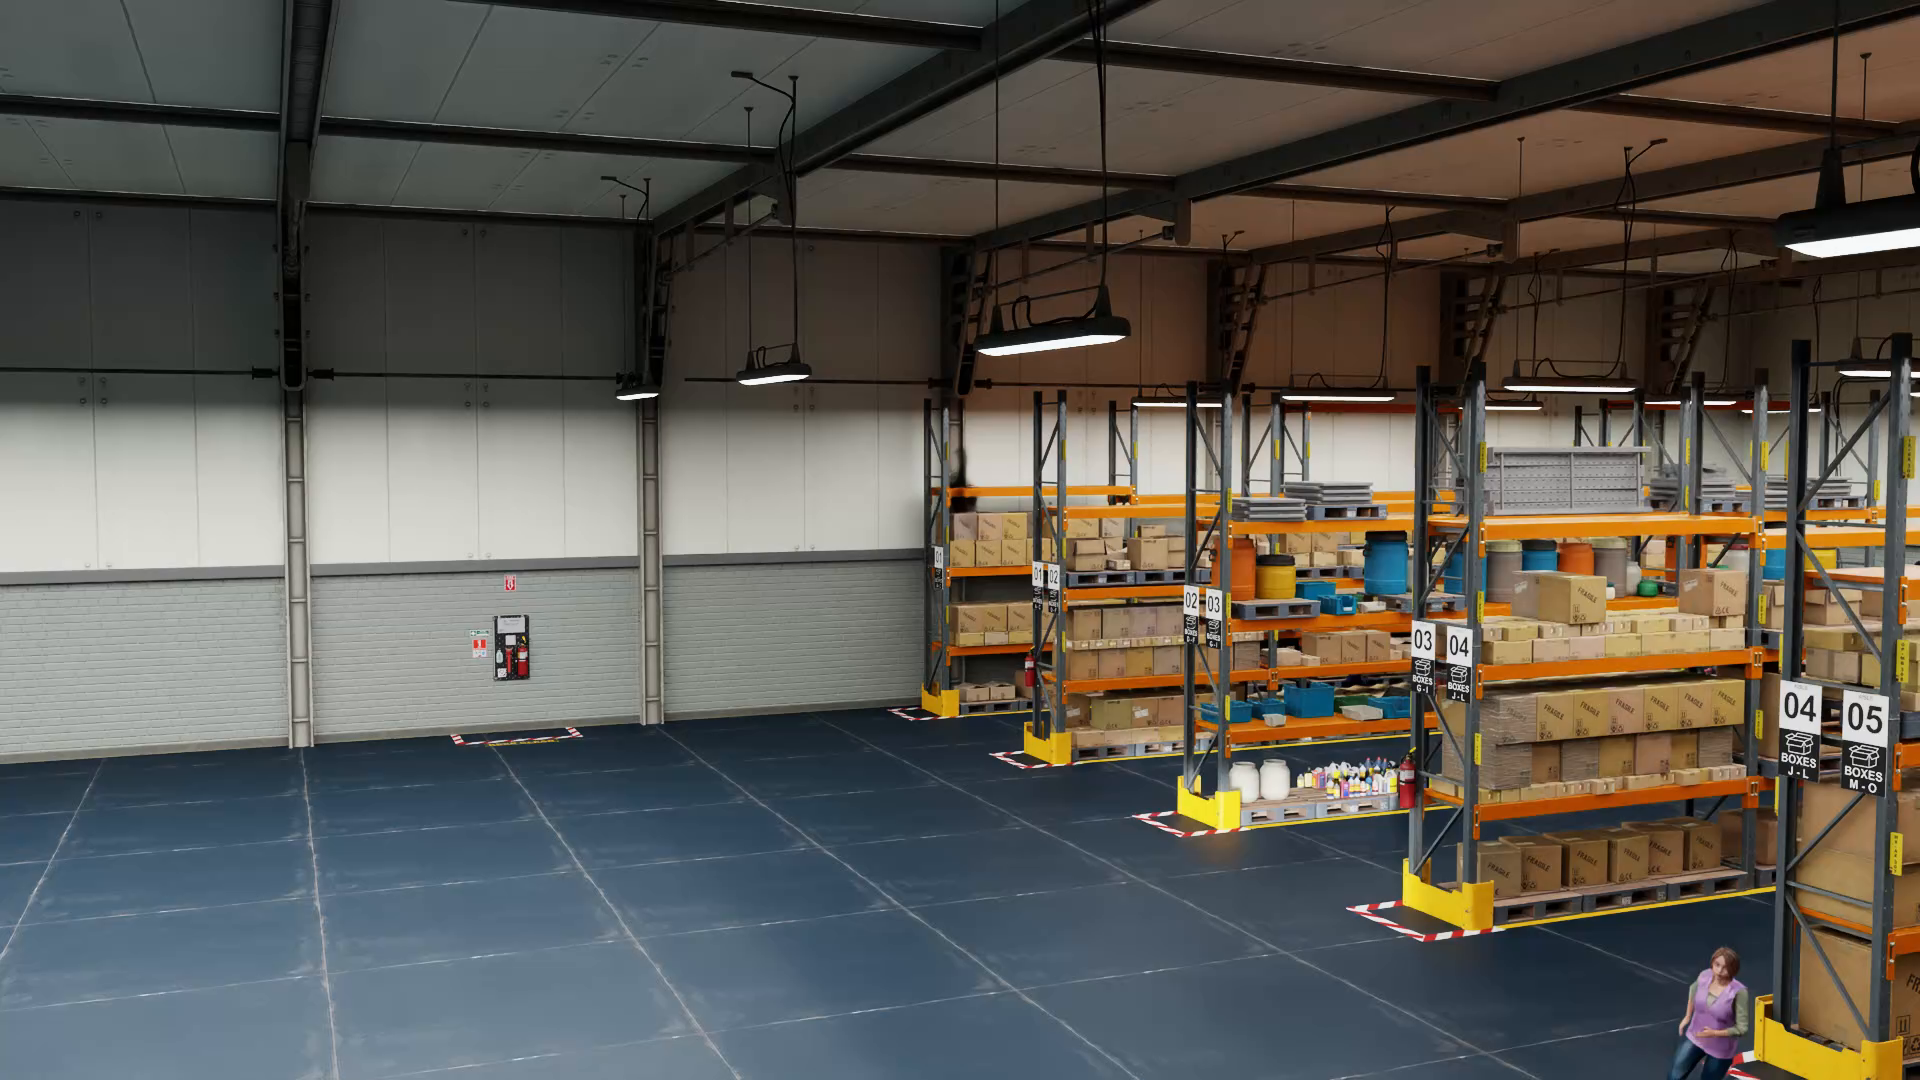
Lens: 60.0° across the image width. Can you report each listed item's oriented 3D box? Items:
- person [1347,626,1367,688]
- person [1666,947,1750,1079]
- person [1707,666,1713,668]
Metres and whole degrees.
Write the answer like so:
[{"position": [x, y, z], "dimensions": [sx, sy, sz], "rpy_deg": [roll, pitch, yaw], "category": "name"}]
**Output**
[{"position": [7.710, 2.433, 32.306], "dimensions": [0.853, 1.695, 0.585], "rpy_deg": [-1, 4, -24], "category": "person"}, {"position": [5.388, 3.659, 12.072], "dimensions": [0.727, 1.527, 0.680], "rpy_deg": [-3, 5, -45], "category": "person"}, {"position": [13.106, 2.676, 28.395], "dimensions": [1.124, 1.547, 0.713], "rpy_deg": [0, 3, -6], "category": "person"}]
